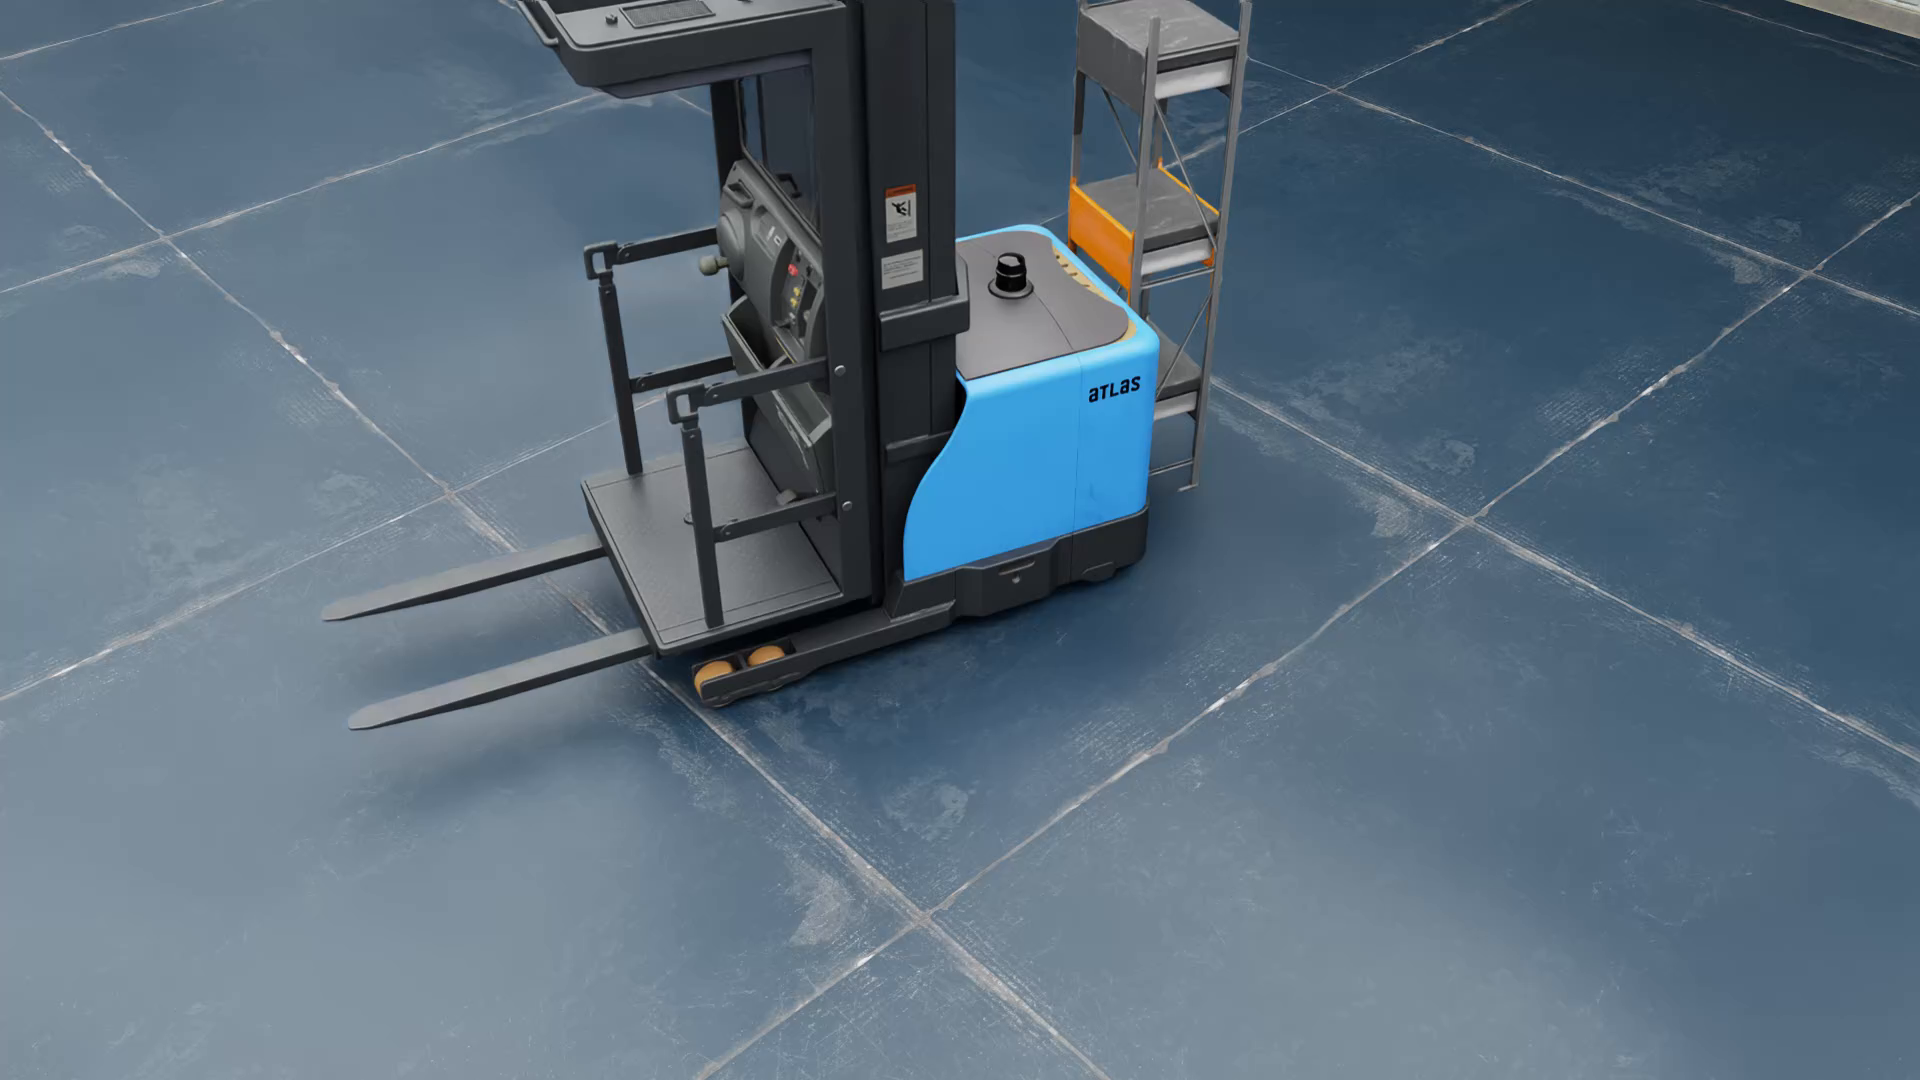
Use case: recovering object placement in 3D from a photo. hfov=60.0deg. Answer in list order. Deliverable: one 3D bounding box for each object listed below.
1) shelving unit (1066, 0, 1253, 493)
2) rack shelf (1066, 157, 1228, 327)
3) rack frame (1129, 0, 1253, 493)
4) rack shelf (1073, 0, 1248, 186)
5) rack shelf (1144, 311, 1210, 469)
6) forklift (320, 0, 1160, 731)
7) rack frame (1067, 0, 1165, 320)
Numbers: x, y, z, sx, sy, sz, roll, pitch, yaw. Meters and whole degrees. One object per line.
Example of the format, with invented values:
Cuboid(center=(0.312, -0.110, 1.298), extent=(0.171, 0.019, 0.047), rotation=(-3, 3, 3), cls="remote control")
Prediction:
Cuboid(center=(0.716, -1.128, 6.475), extent=(0.431, 2.100, 0.503), rotation=(-17, 42, -20), cls="shelving unit")
Cuboid(center=(0.716, -1.117, 6.484), extent=(0.431, 0.518, 0.480), rotation=(-17, 42, -20), cls="rack shelf")
Cuboid(center=(0.822, -0.990, 6.304), extent=(0.400, 2.100, 0.015), rotation=(-17, 42, -20), cls="rack frame")
Cuboid(center=(0.716, -1.662, 6.044), extent=(0.431, 0.518, 0.480), rotation=(-17, 42, -20), cls="rack shelf")
Cuboid(center=(0.716, -0.573, 6.924), extent=(0.431, 0.518, 0.480), rotation=(-17, 42, -20), cls="rack shelf")
Cuboid(center=(-0.825, -0.918, 5.554), extent=(3.031, 2.935, 1.130), rotation=(-16, 42, -19), cls="forklift")
Cuboid(center=(0.610, -1.266, 6.646), extent=(0.400, 2.100, 0.015), rotation=(-17, 42, -20), cls="rack frame")
